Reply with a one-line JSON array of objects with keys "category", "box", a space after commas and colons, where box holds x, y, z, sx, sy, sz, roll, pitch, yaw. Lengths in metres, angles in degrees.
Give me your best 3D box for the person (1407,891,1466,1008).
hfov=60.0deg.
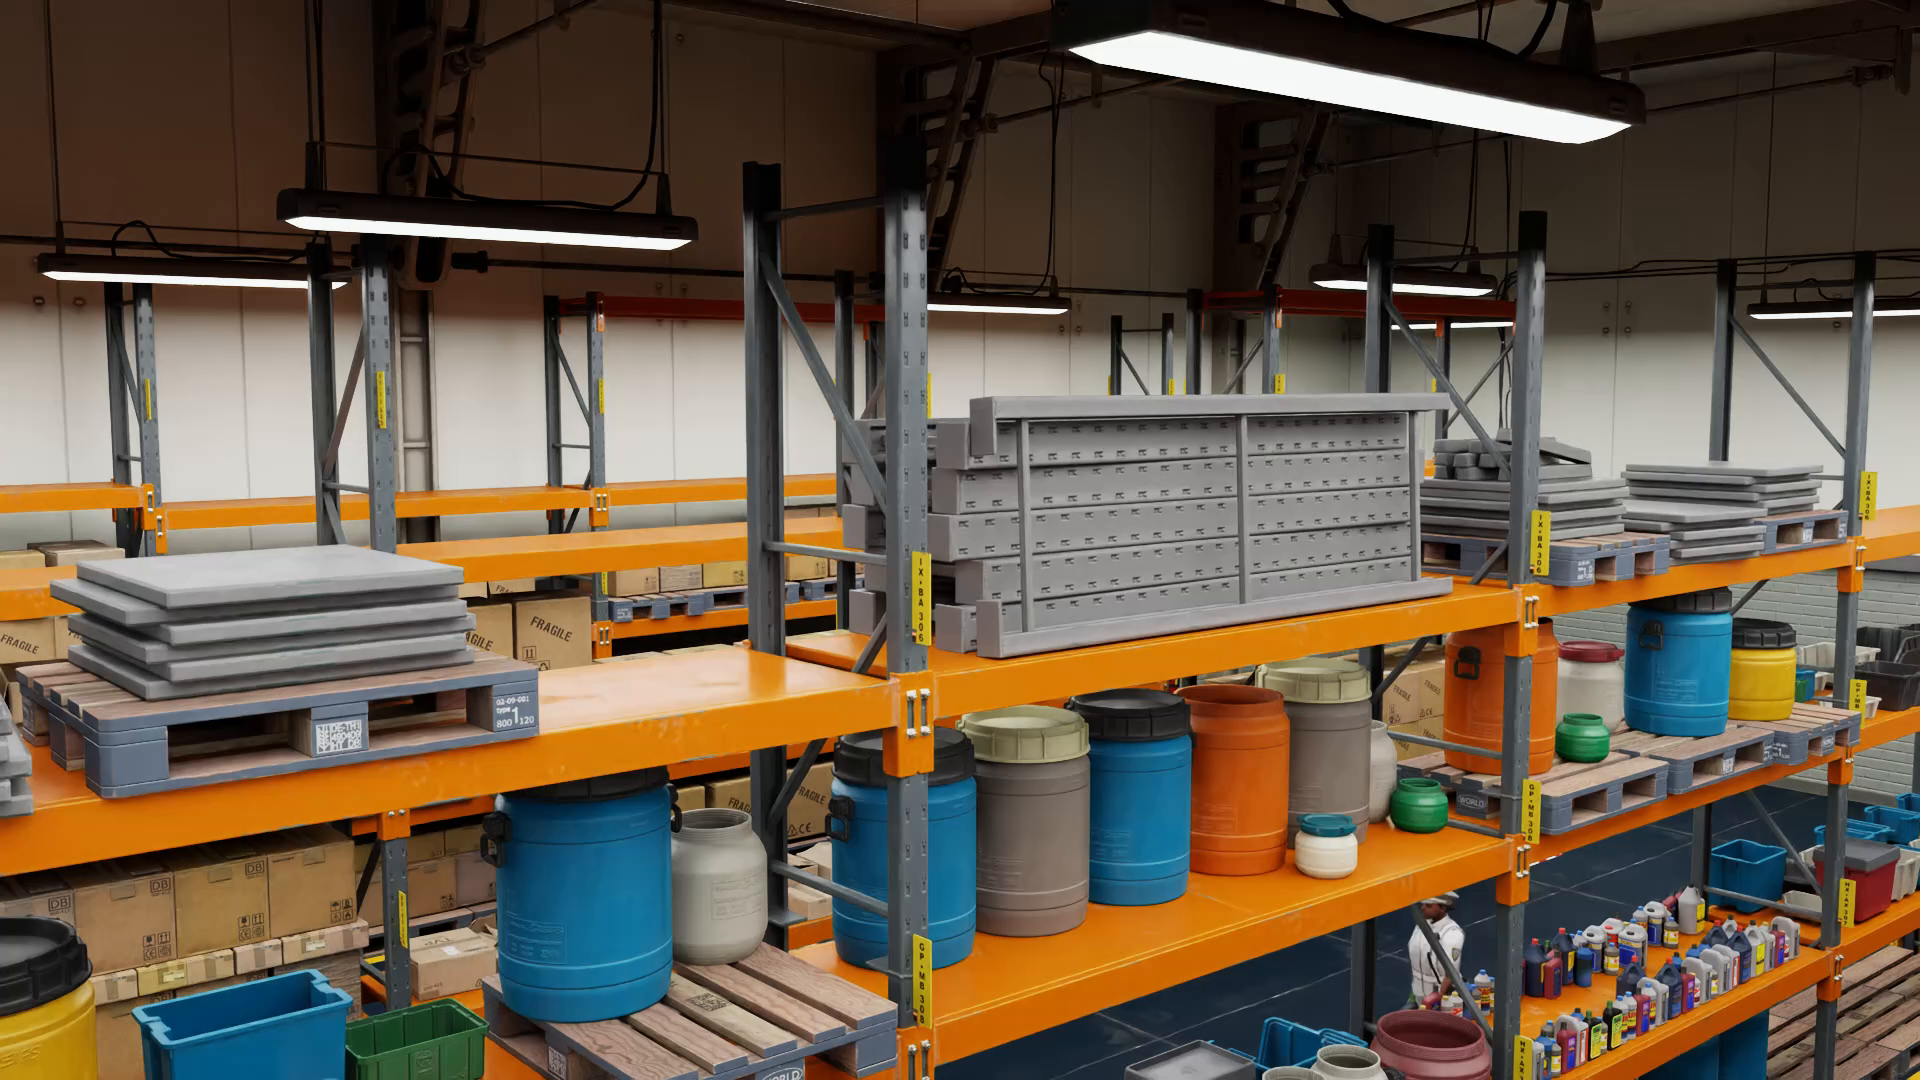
[{"category": "person", "box": [3.287, 3.210, 11.671, 0.956, 1.633, 0.462, -3, 6, -27]}]
